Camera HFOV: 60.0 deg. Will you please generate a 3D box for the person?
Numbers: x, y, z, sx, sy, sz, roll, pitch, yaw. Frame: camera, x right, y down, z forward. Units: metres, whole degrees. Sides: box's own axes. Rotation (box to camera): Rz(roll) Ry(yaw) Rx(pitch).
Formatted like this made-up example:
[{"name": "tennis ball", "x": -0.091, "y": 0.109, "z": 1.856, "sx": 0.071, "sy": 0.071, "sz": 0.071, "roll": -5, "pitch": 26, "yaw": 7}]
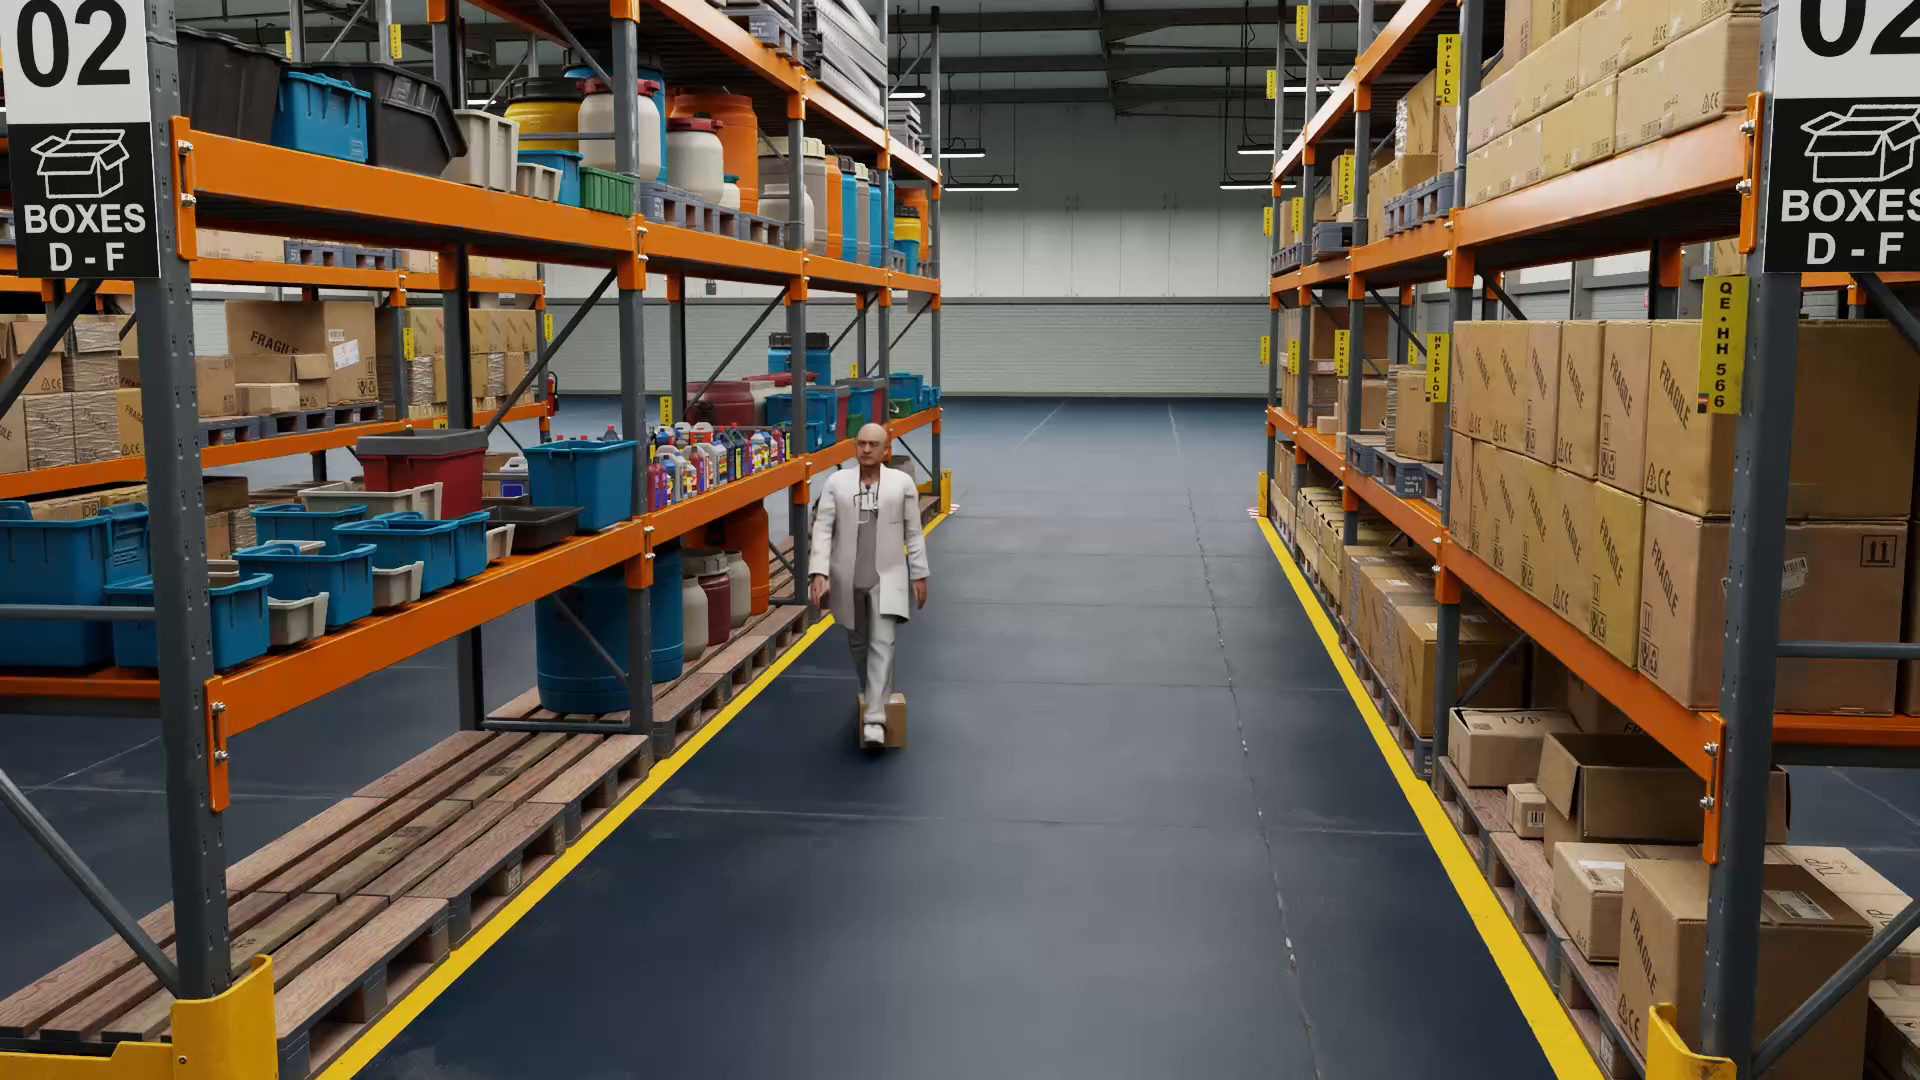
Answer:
[{"name": "person", "x": -0.506, "y": 0.215, "z": 9.254, "sx": 0.643, "sy": 1.723, "sz": 1.164, "roll": 1, "pitch": 7, "yaw": 6}]
